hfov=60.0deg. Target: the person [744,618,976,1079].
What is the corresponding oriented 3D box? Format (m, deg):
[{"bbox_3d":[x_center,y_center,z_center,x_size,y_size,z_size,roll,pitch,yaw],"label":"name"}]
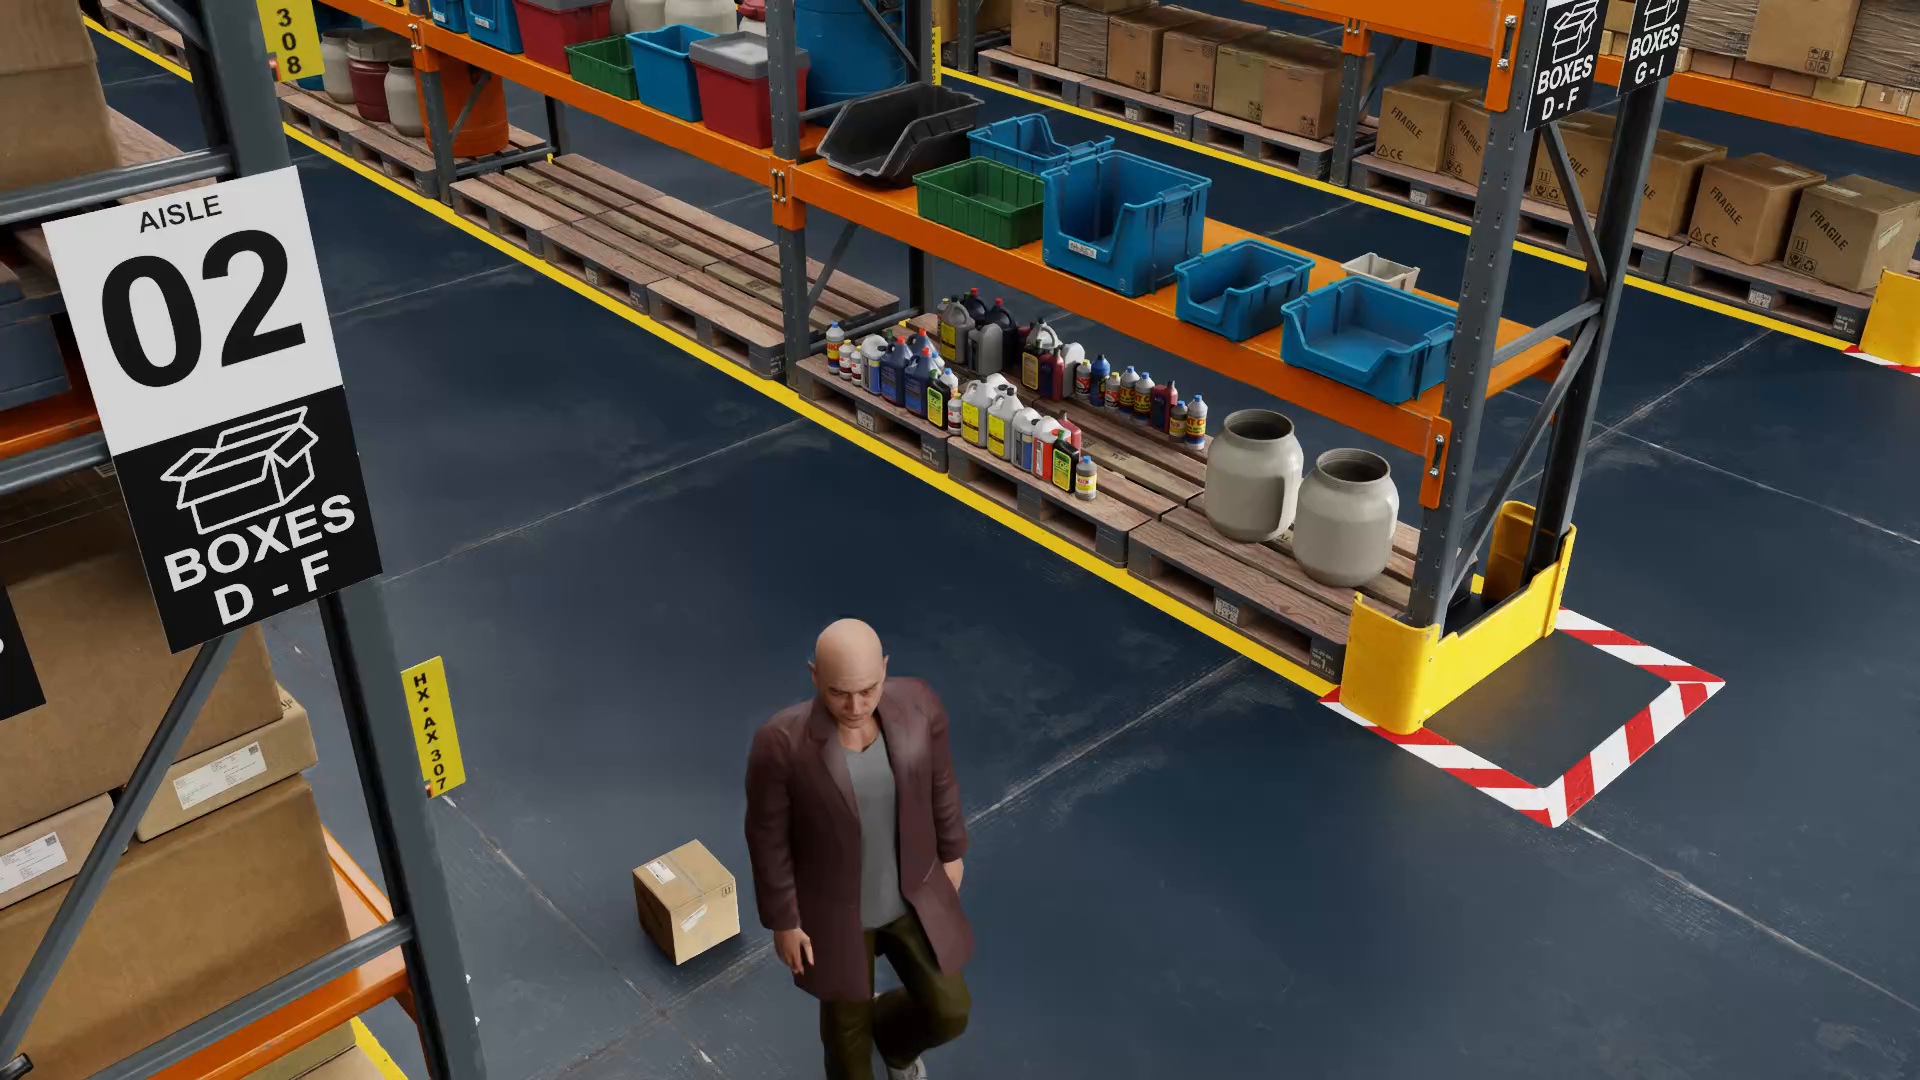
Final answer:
[{"bbox_3d":[-0.242,0.979,4.508,0.630,1.808,0.485,-12,33,-19],"label":"person"}]
